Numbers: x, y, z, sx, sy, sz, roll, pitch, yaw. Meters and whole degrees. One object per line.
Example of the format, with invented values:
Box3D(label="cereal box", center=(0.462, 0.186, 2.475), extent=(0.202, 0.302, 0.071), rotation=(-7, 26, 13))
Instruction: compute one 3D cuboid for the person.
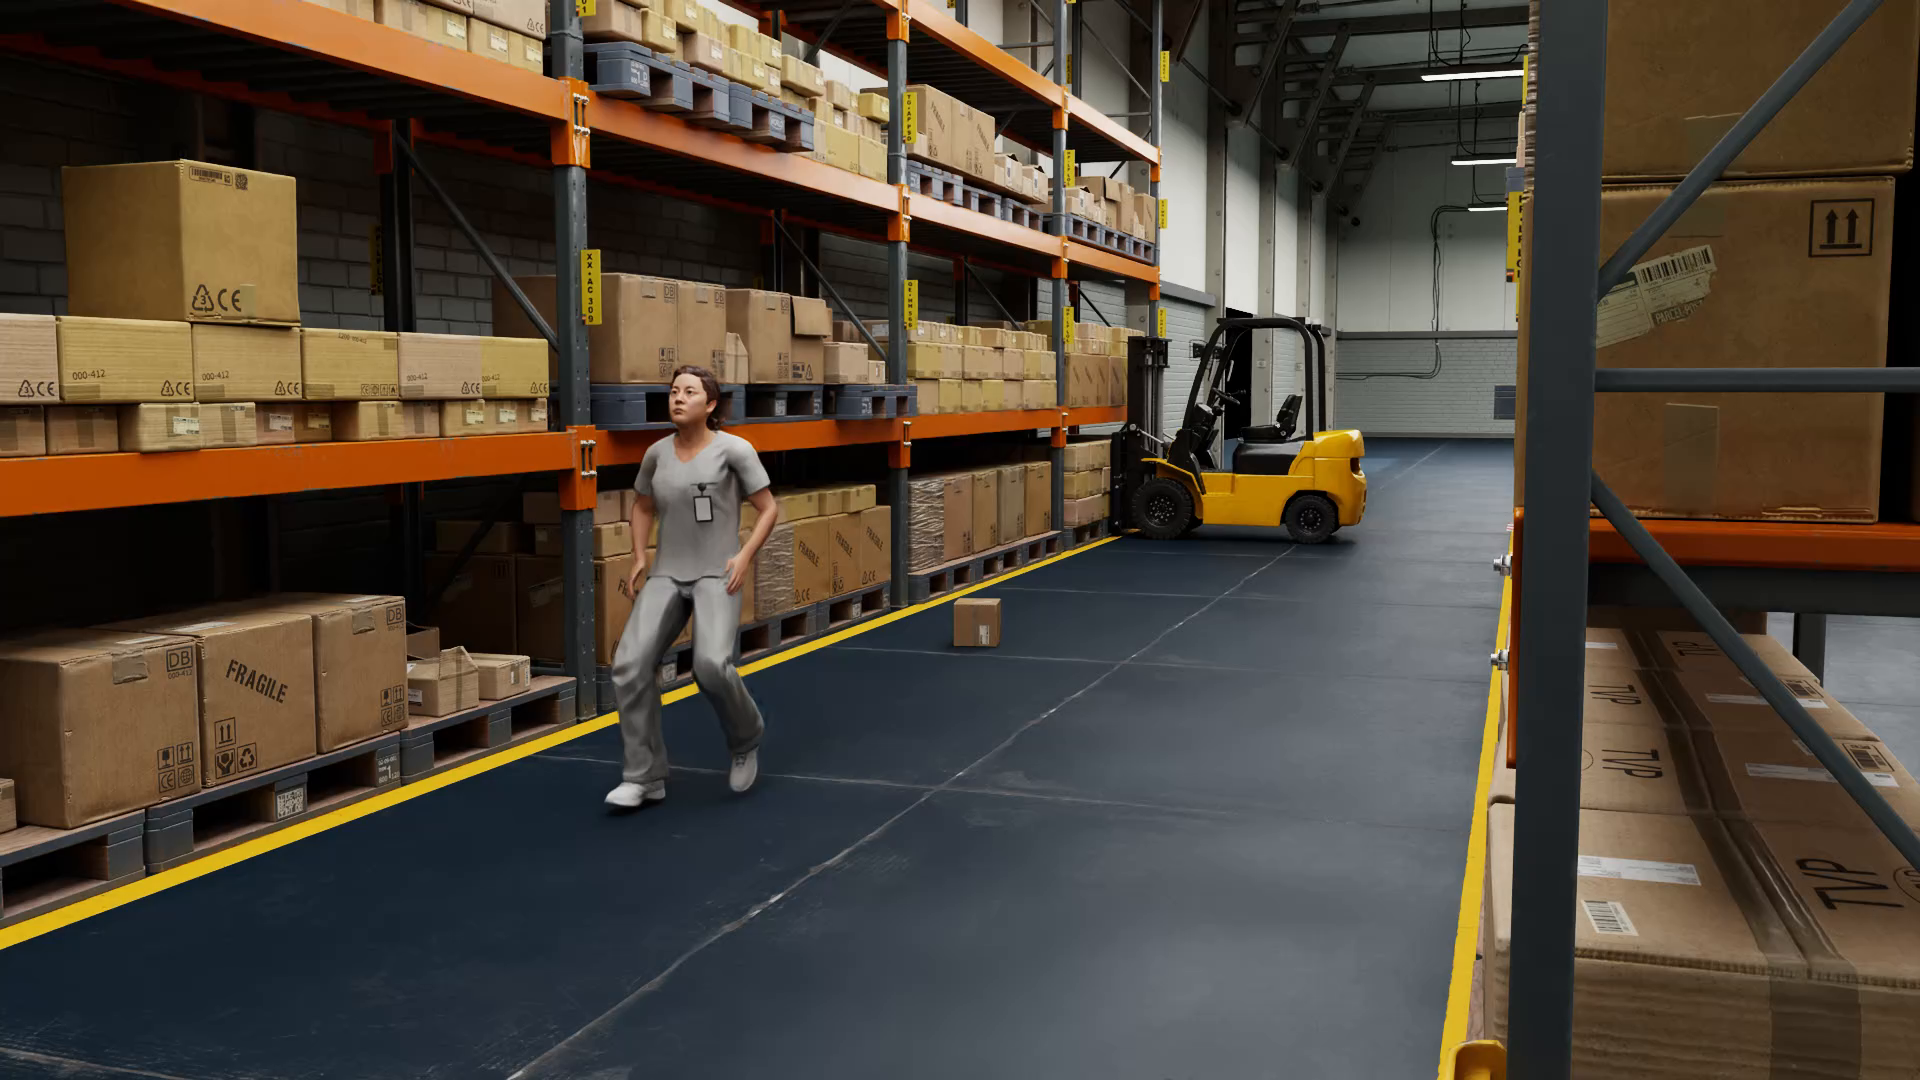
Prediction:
Box3D(label="person", center=(-0.994, 0.150, 5.986), extent=(0.585, 1.562, 0.625), rotation=(1, 5, 11))
